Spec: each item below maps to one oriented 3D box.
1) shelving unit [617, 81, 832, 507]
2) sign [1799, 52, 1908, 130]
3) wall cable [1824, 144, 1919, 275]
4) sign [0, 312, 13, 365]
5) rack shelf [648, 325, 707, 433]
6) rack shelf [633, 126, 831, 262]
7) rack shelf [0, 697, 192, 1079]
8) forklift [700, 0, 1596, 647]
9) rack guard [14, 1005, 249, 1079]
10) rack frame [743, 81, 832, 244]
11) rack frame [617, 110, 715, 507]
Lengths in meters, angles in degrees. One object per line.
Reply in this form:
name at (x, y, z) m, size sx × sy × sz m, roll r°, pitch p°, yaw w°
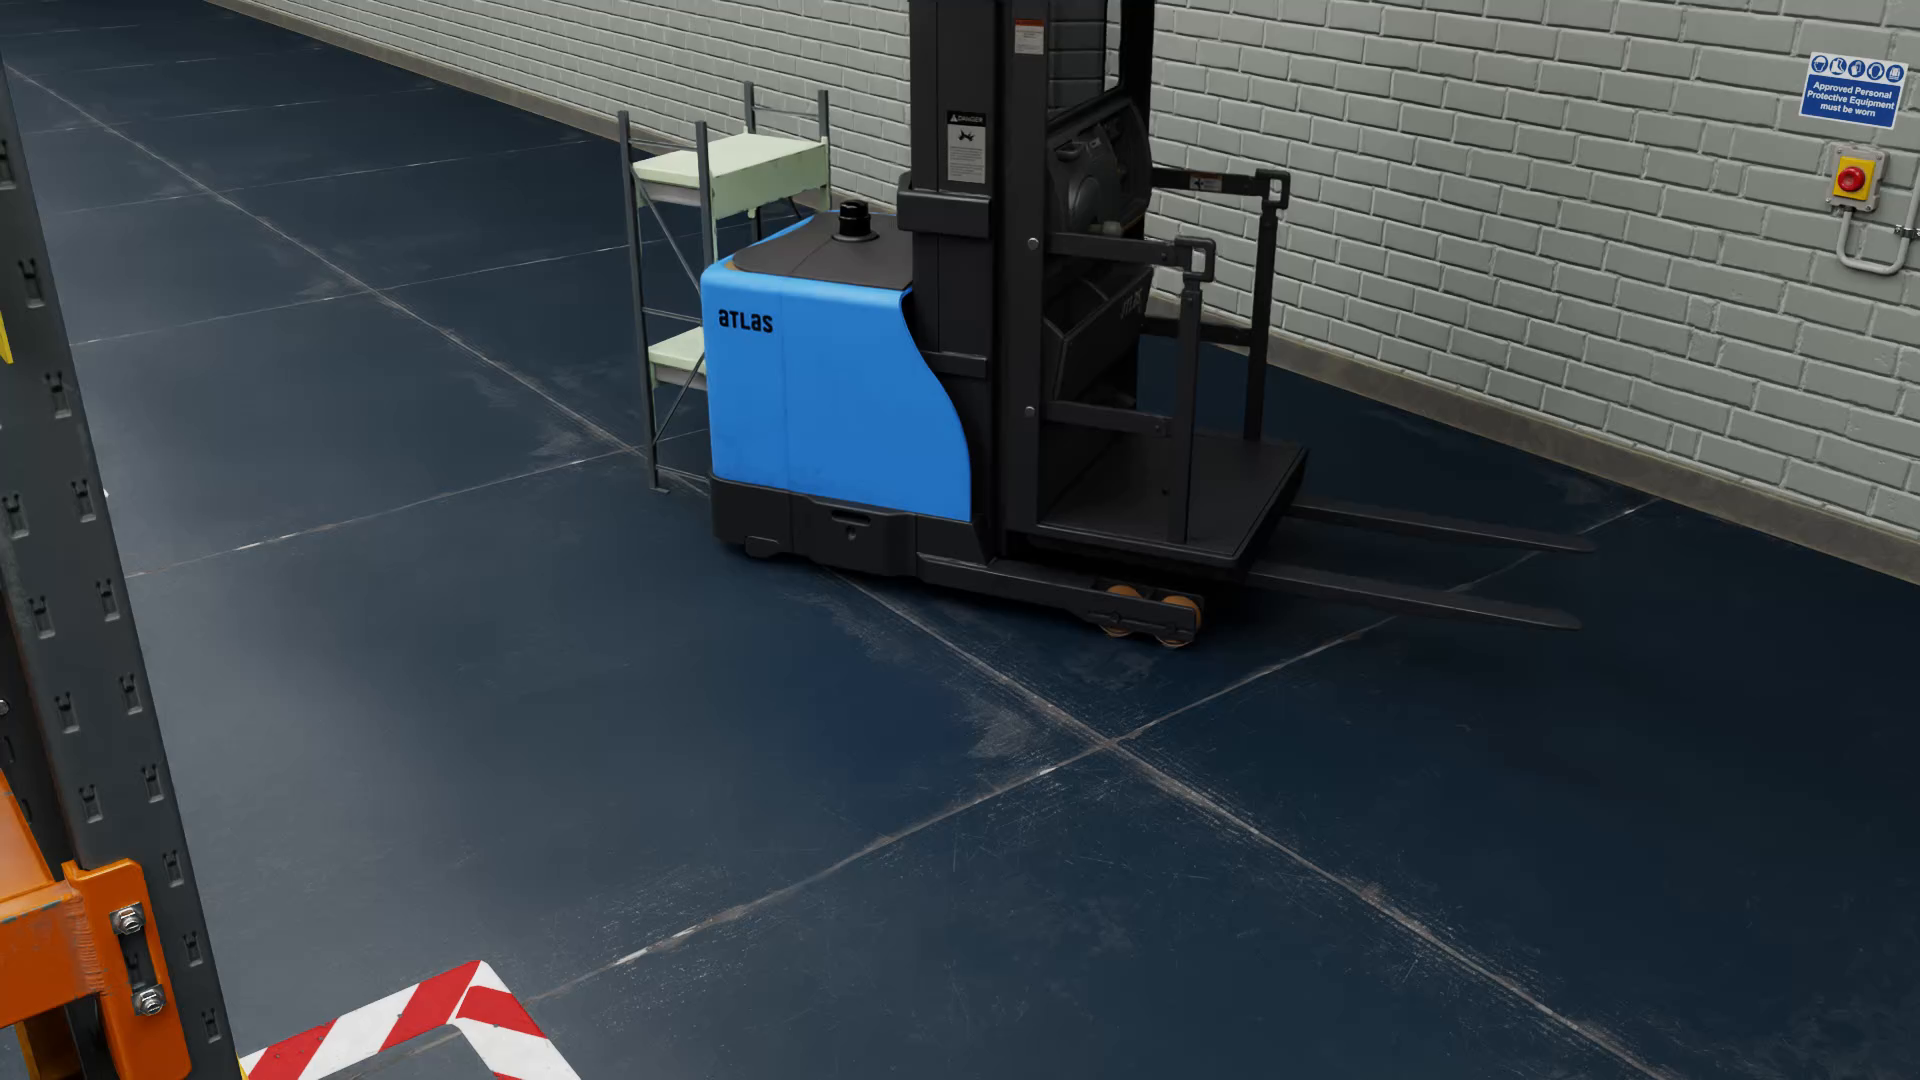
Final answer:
shelving unit at (-0.879, -0.972, 6.564) m, size 0.431 × 1.500 × 0.755 m, roll 15°, pitch 29°, yaw 28°
sign at (3.042, -1.534, 5.671) m, size 0.001 × 0.218 × 0.327 m, roll -18°, pitch 31°, yaw -34°
wall cable at (3.024, -1.855, 5.439) m, size 0.123 × 1.953 × 0.585 m, roll -18°, pitch 31°, yaw -34°
sign at (-1.075, -0.356, 1.798) m, size 0.005 × 0.325 × 0.100 m, roll -18°, pitch 31°, yaw -34°
rack shelf at (-0.879, -0.677, 6.701) m, size 0.431 × 0.370 × 0.720 m, roll 15°, pitch 29°, yaw 28°
rack shelf at (-0.879, -1.326, 6.399) m, size 0.431 × 0.370 × 0.720 m, roll 15°, pitch 29°, yaw 28°
rack shelf at (-2.973, 0.939, 1.519) m, size 4.000 × 0.370 × 1.077 m, roll -18°, pitch 31°, yaw -34°
forklift at (0.650, -1.230, 5.419) m, size 3.031 × 2.935 × 1.130 m, roll 10°, pitch 27°, yaw 21°
rack guard at (-1.380, 1.221, 3.026) m, size 0.348 × 0.500 × 1.175 m, roll -18°, pitch 31°, yaw -34°
rack frame at (-0.687, -1.103, 6.846) m, size 0.400 × 1.500 × 0.023 m, roll 15°, pitch 29°, yaw 28°
rack frame at (-1.072, -0.841, 6.281) m, size 0.400 × 1.500 × 0.023 m, roll 15°, pitch 29°, yaw 28°
